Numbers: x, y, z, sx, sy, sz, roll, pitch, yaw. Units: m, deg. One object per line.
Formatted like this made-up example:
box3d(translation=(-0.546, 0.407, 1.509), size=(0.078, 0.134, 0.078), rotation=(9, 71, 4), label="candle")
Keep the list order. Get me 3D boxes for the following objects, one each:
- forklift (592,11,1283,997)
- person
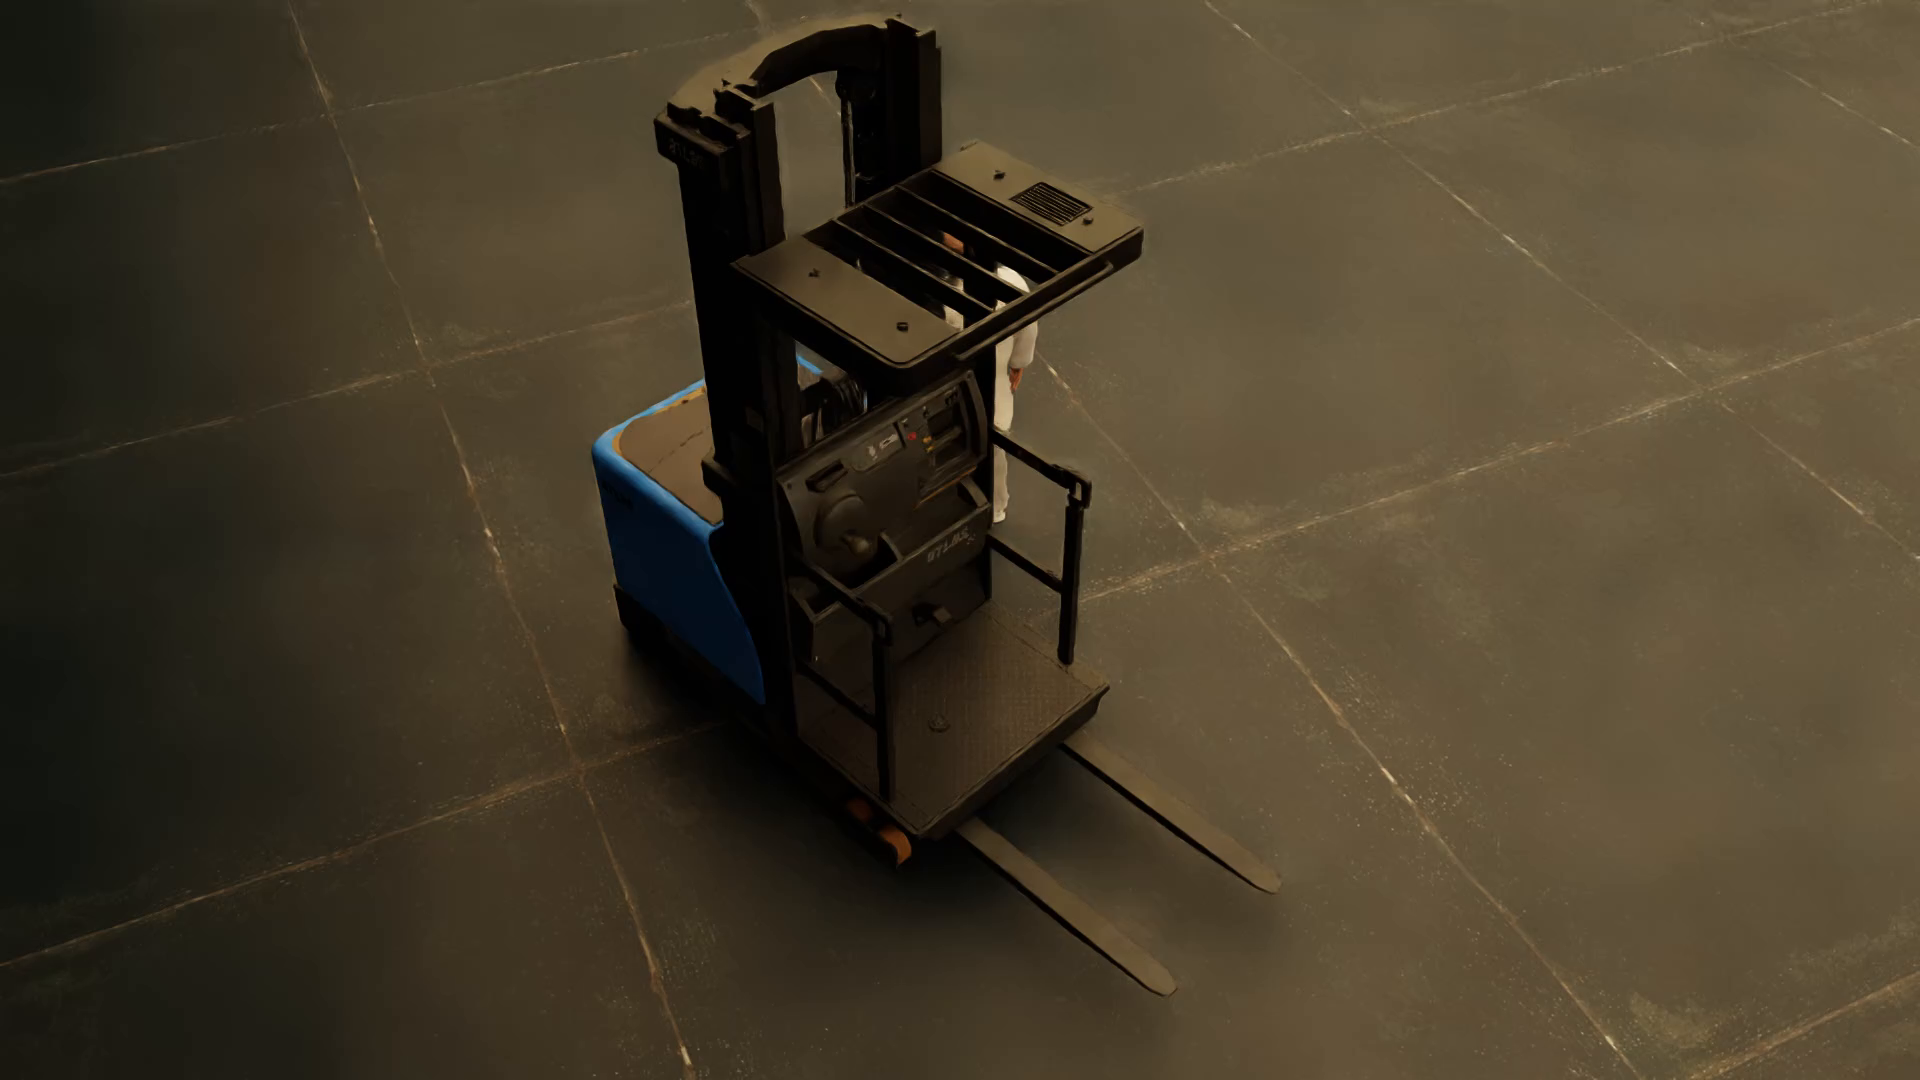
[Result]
box3d(translation=(-0.108, -0.208, 5.903), size=(1.130, 2.935, 3.031), rotation=(-34, 53, -31), label="forklift")
box3d(translation=(-0.034, -0.713, 7.278), size=(0.694, 1.776, 0.580), rotation=(-18, 46, -18), label="person")
